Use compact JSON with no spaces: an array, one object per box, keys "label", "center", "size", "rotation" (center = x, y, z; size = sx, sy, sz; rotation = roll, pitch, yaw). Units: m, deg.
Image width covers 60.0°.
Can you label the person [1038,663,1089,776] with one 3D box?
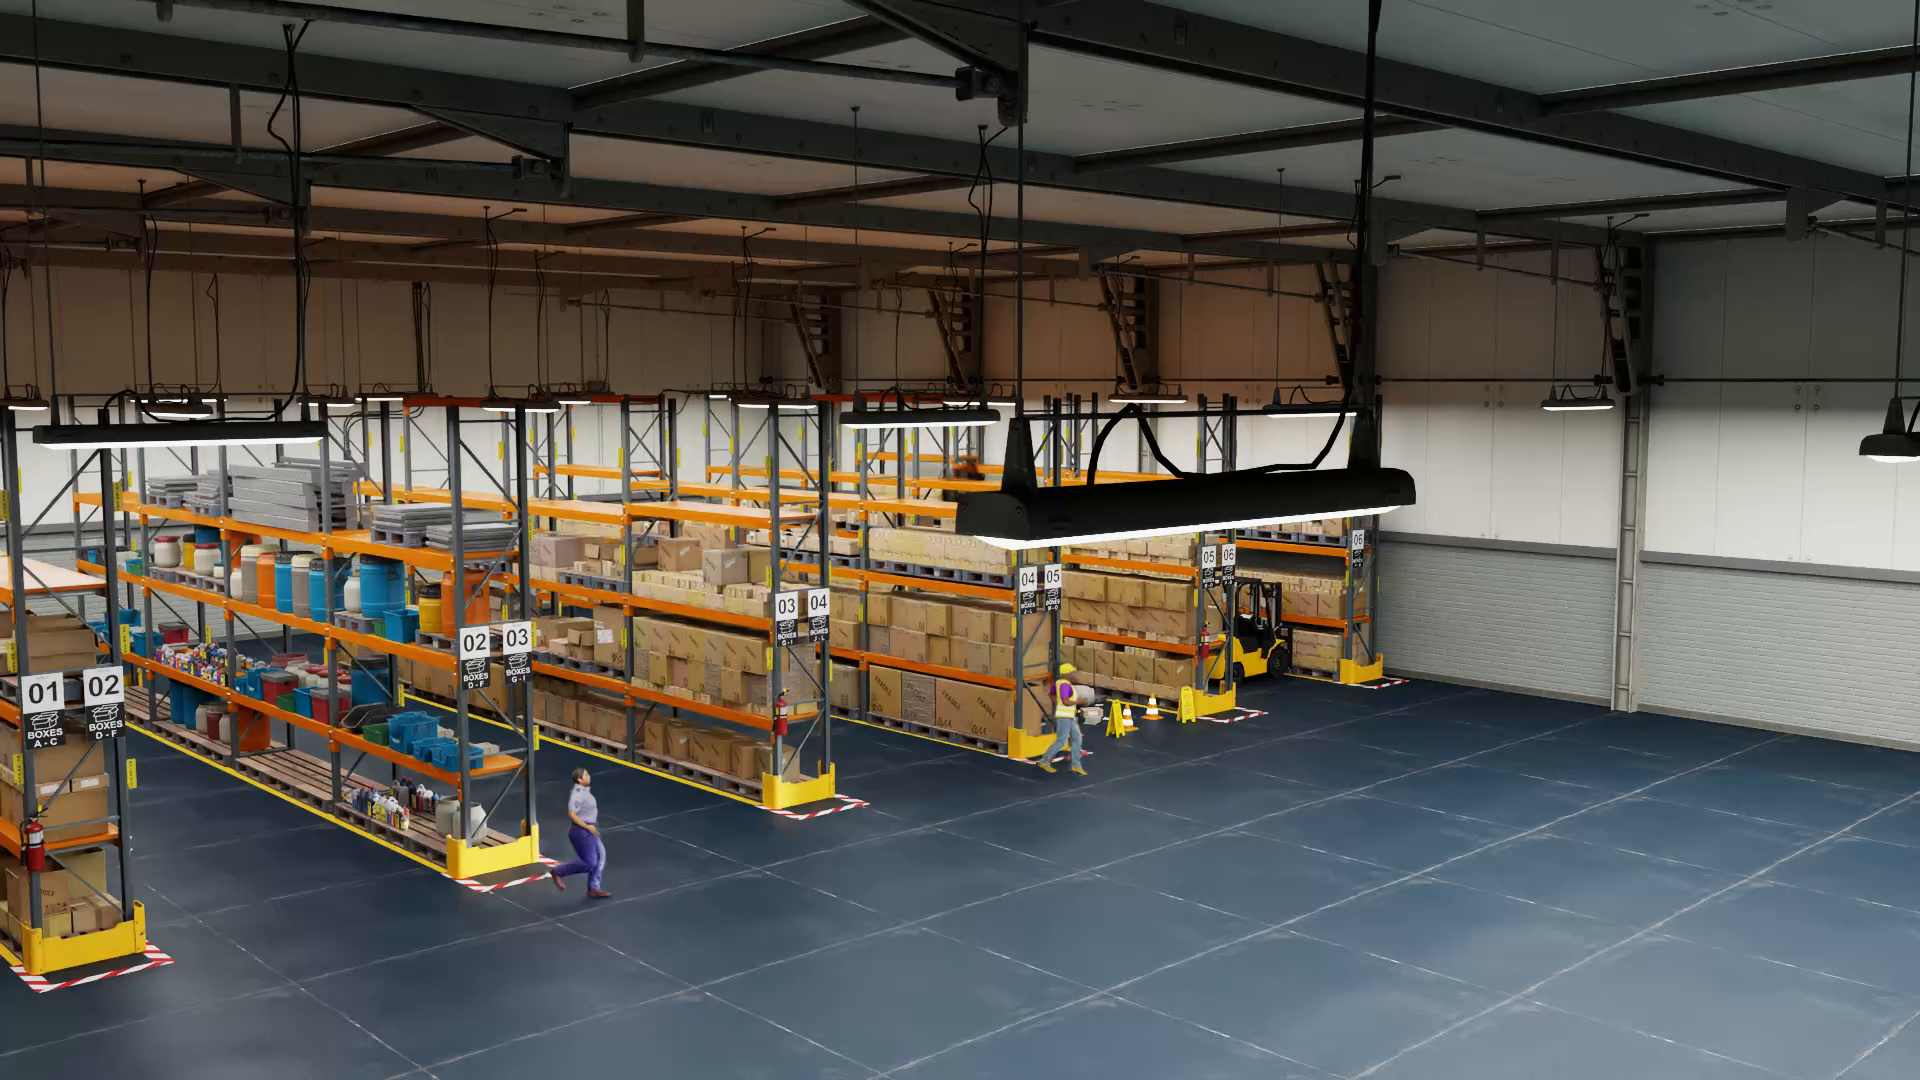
[{"label":"person","center":[1.683,2.881,26.726],"size":[0.810,1.796,0.706],"rotation":[1,6,7]}]

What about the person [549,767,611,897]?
[{"label":"person","center":[-4.652,3.581,20.351],"size":[0.725,1.617,0.625],"rotation":[-1,6,-8]}]
